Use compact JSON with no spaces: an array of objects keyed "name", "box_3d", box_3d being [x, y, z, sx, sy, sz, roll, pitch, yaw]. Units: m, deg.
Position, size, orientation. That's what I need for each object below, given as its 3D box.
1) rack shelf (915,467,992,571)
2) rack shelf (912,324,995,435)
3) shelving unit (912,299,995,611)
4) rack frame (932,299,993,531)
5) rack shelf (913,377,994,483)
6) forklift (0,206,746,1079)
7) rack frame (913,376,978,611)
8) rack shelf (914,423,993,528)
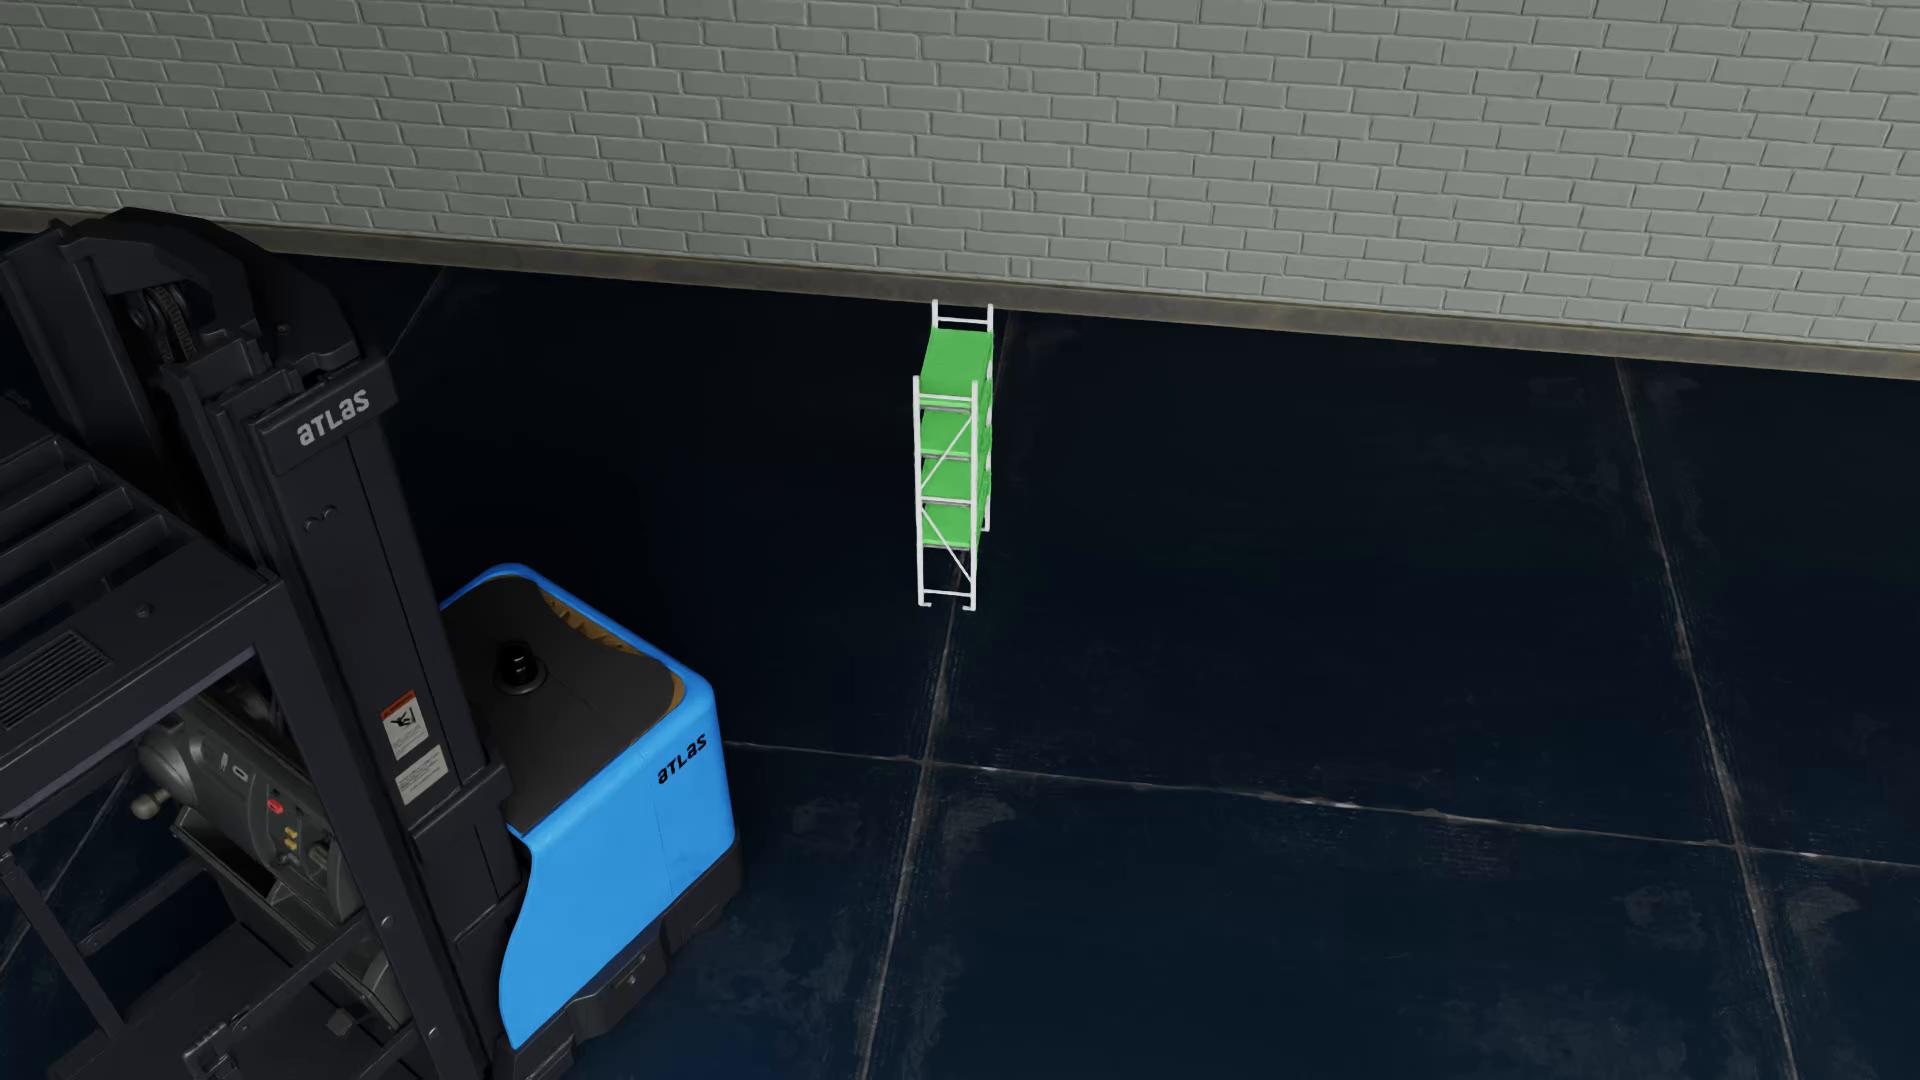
[{"name":"rack shelf","box_3d":[-0.022,-0.102,6.927,0.258,0.148,0.480,5,44,6]},{"name":"rack shelf","box_3d":[-0.022,-0.625,6.432,0.258,0.148,0.480,5,44,6]},{"name":"shelving unit","box_3d":[-0.022,-0.323,6.718,0.258,1.200,0.503,5,44,6]},{"name":"rack frame","box_3d":[0.010,-0.489,6.894,0.240,1.200,0.015,5,44,6]},{"name":"rack shelf","box_3d":[-0.022,-0.451,6.597,0.258,0.148,0.480,5,44,6]},{"name":"forklift","box_3d":[-2.055,0.770,4.305,1.130,2.935,3.031,28,50,26]},{"name":"rack frame","box_3d":[-0.054,-0.157,6.543,0.240,1.200,0.015,5,44,6]},{"name":"rack shelf","box_3d":[-0.022,-0.276,6.762,0.258,0.148,0.480,5,44,6]}]
